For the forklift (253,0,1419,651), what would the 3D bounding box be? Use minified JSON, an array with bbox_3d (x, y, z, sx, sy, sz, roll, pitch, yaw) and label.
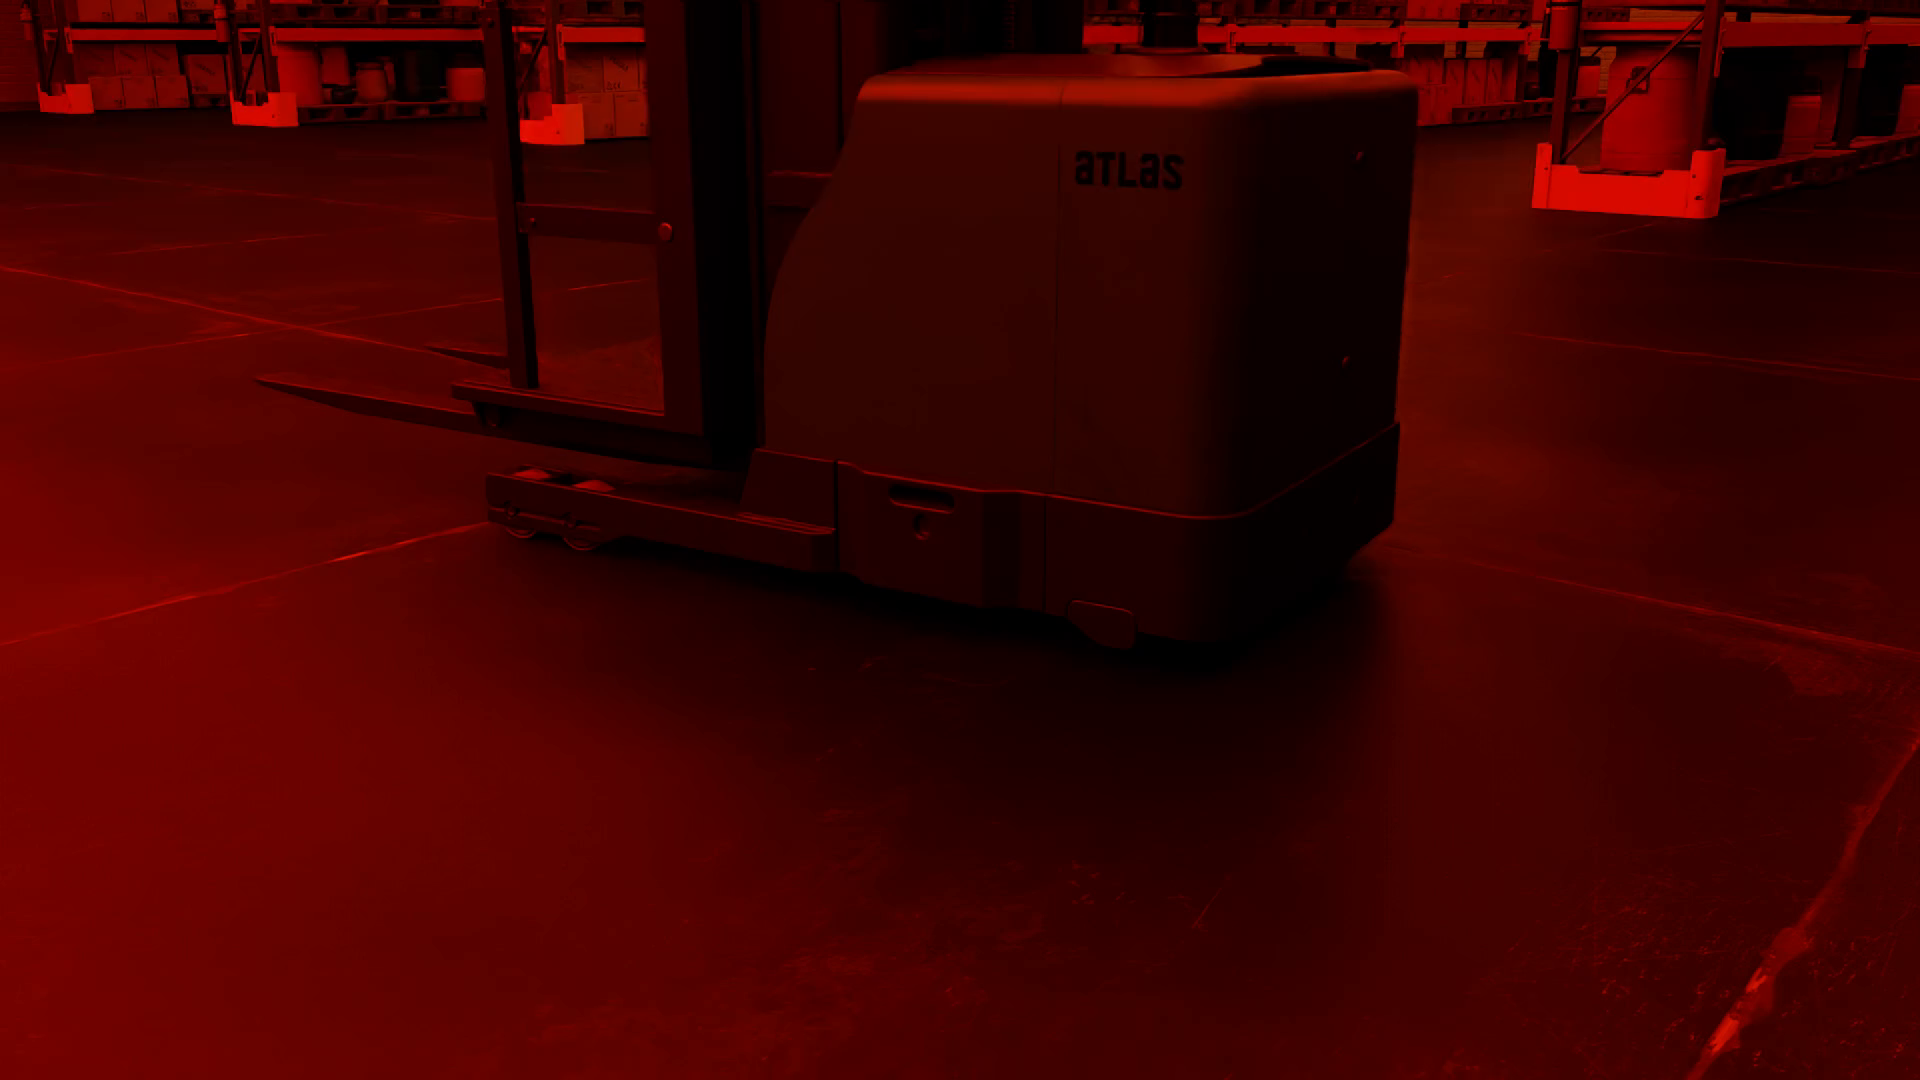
[{"bbox_3d":[-0.526,-1.494,3.817,3.031,2.935,1.130,10,20,30],"label":"forklift"}]
